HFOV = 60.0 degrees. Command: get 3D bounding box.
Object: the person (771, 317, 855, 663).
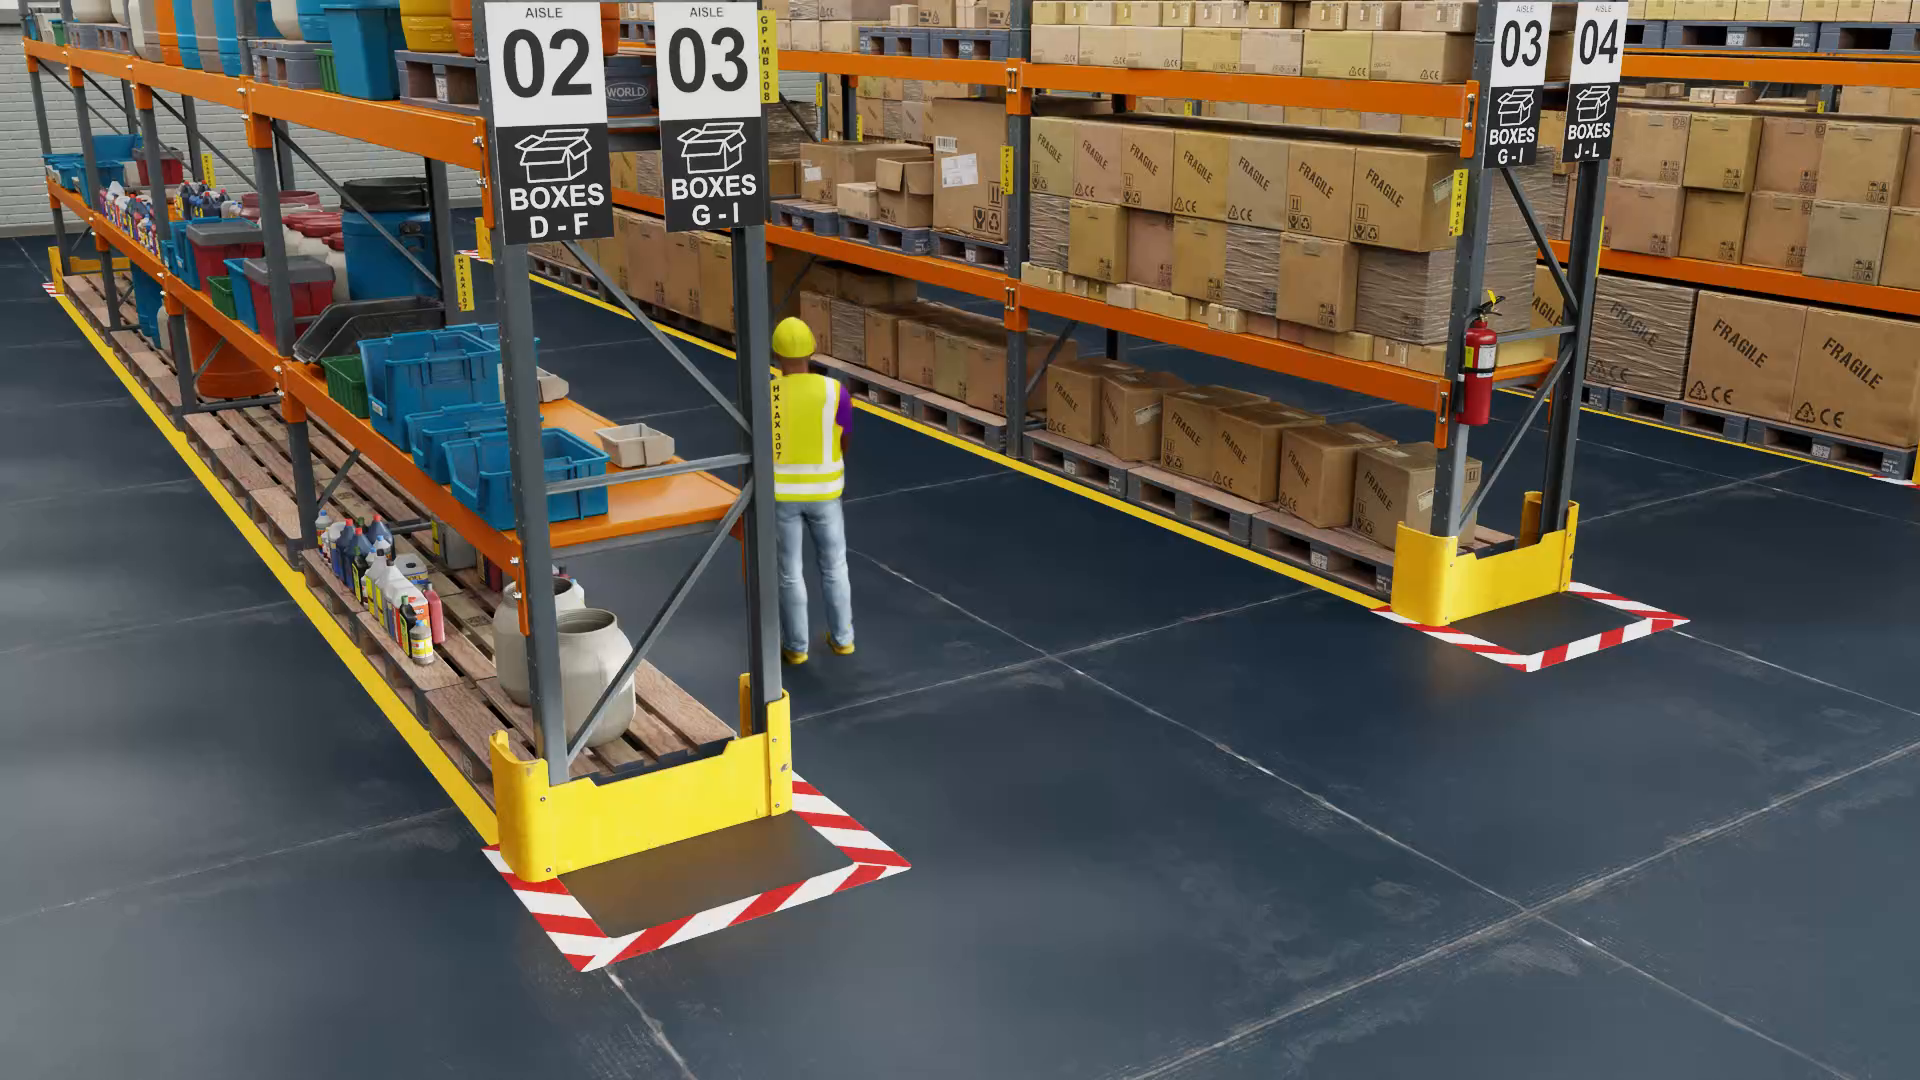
[{"bbox_3d":[-0.800,-0.257,8.297,0.537,1.771,0.538,-2,18,-7],"label":"person"}]
